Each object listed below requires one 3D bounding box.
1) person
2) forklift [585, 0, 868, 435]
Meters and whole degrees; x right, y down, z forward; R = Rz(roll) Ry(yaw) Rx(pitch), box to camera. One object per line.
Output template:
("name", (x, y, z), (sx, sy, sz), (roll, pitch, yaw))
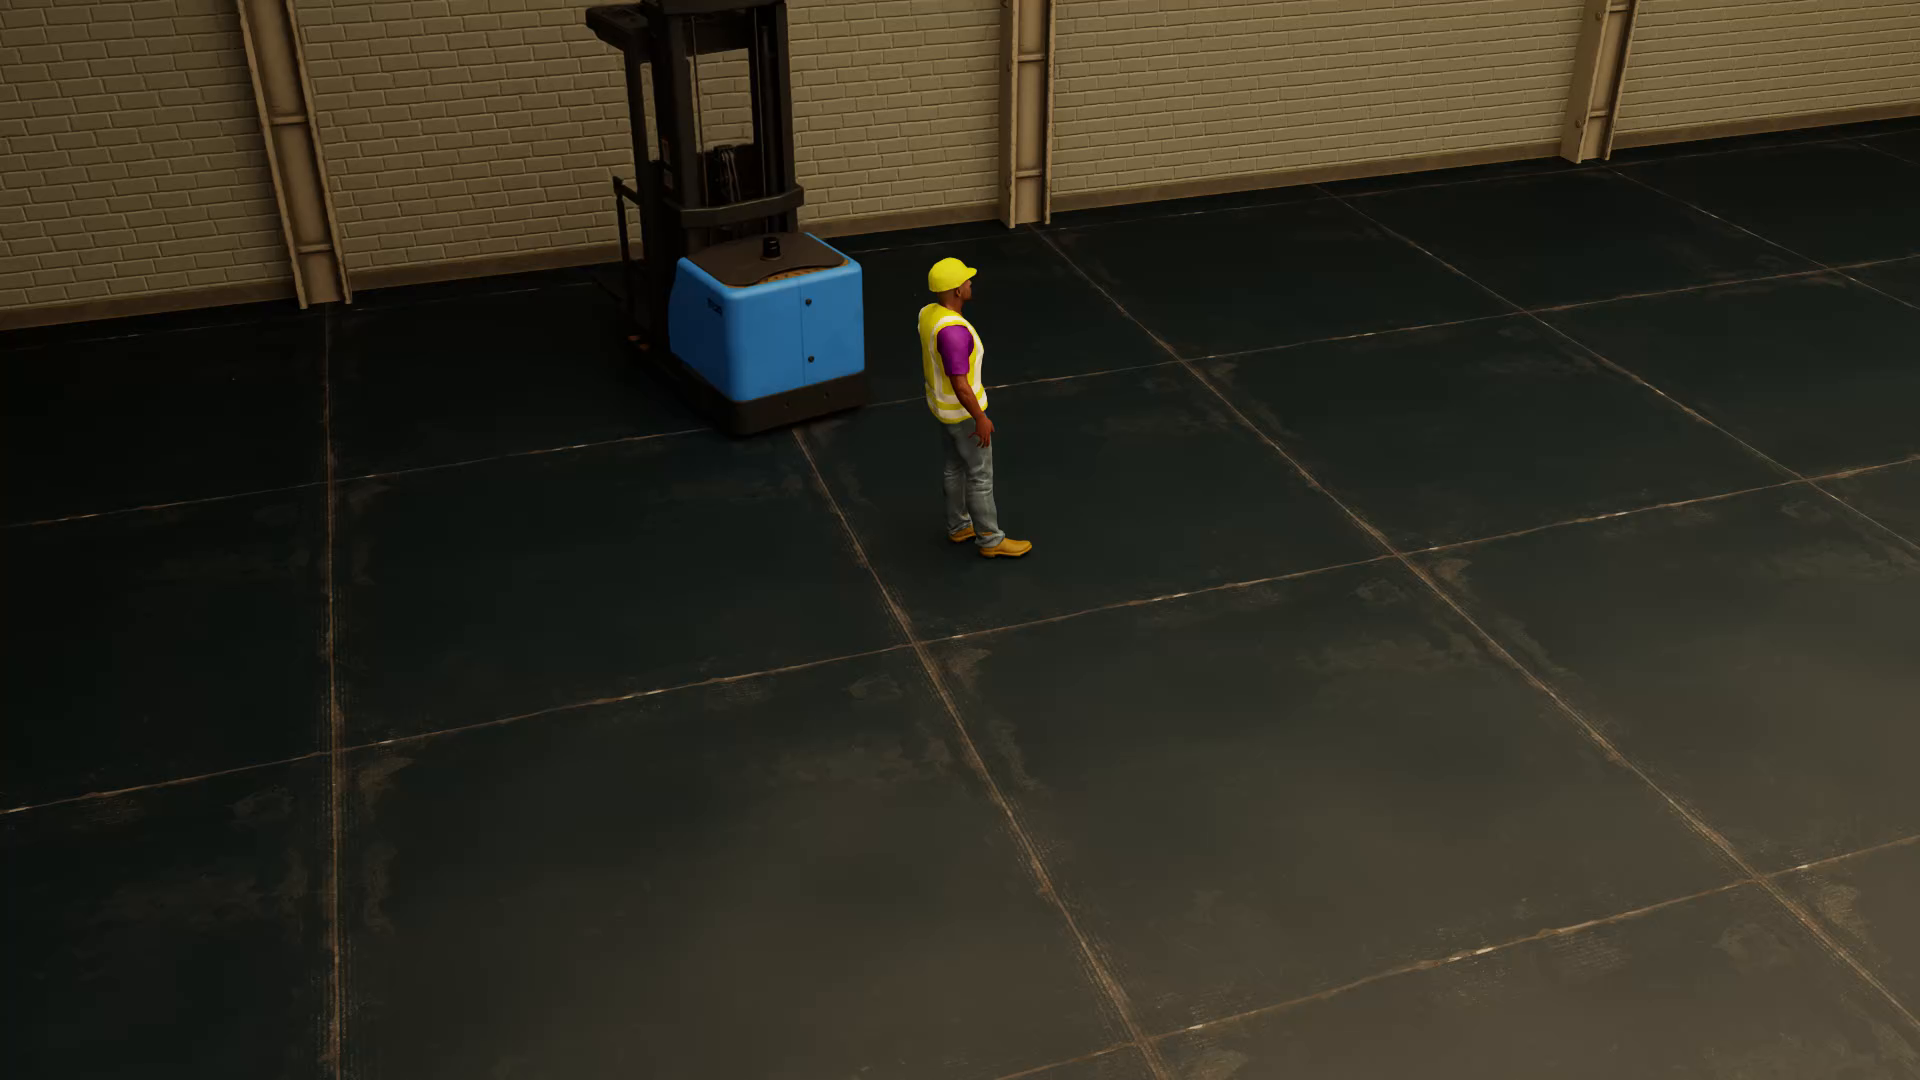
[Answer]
("person", (0.068, -0.780, 9.596), (0.575, 1.768, 0.665), (-10, 31, -16))
("forklift", (-1.857, -2.667, 11.722), (1.130, 2.935, 3.031), (-18, 34, -28))
